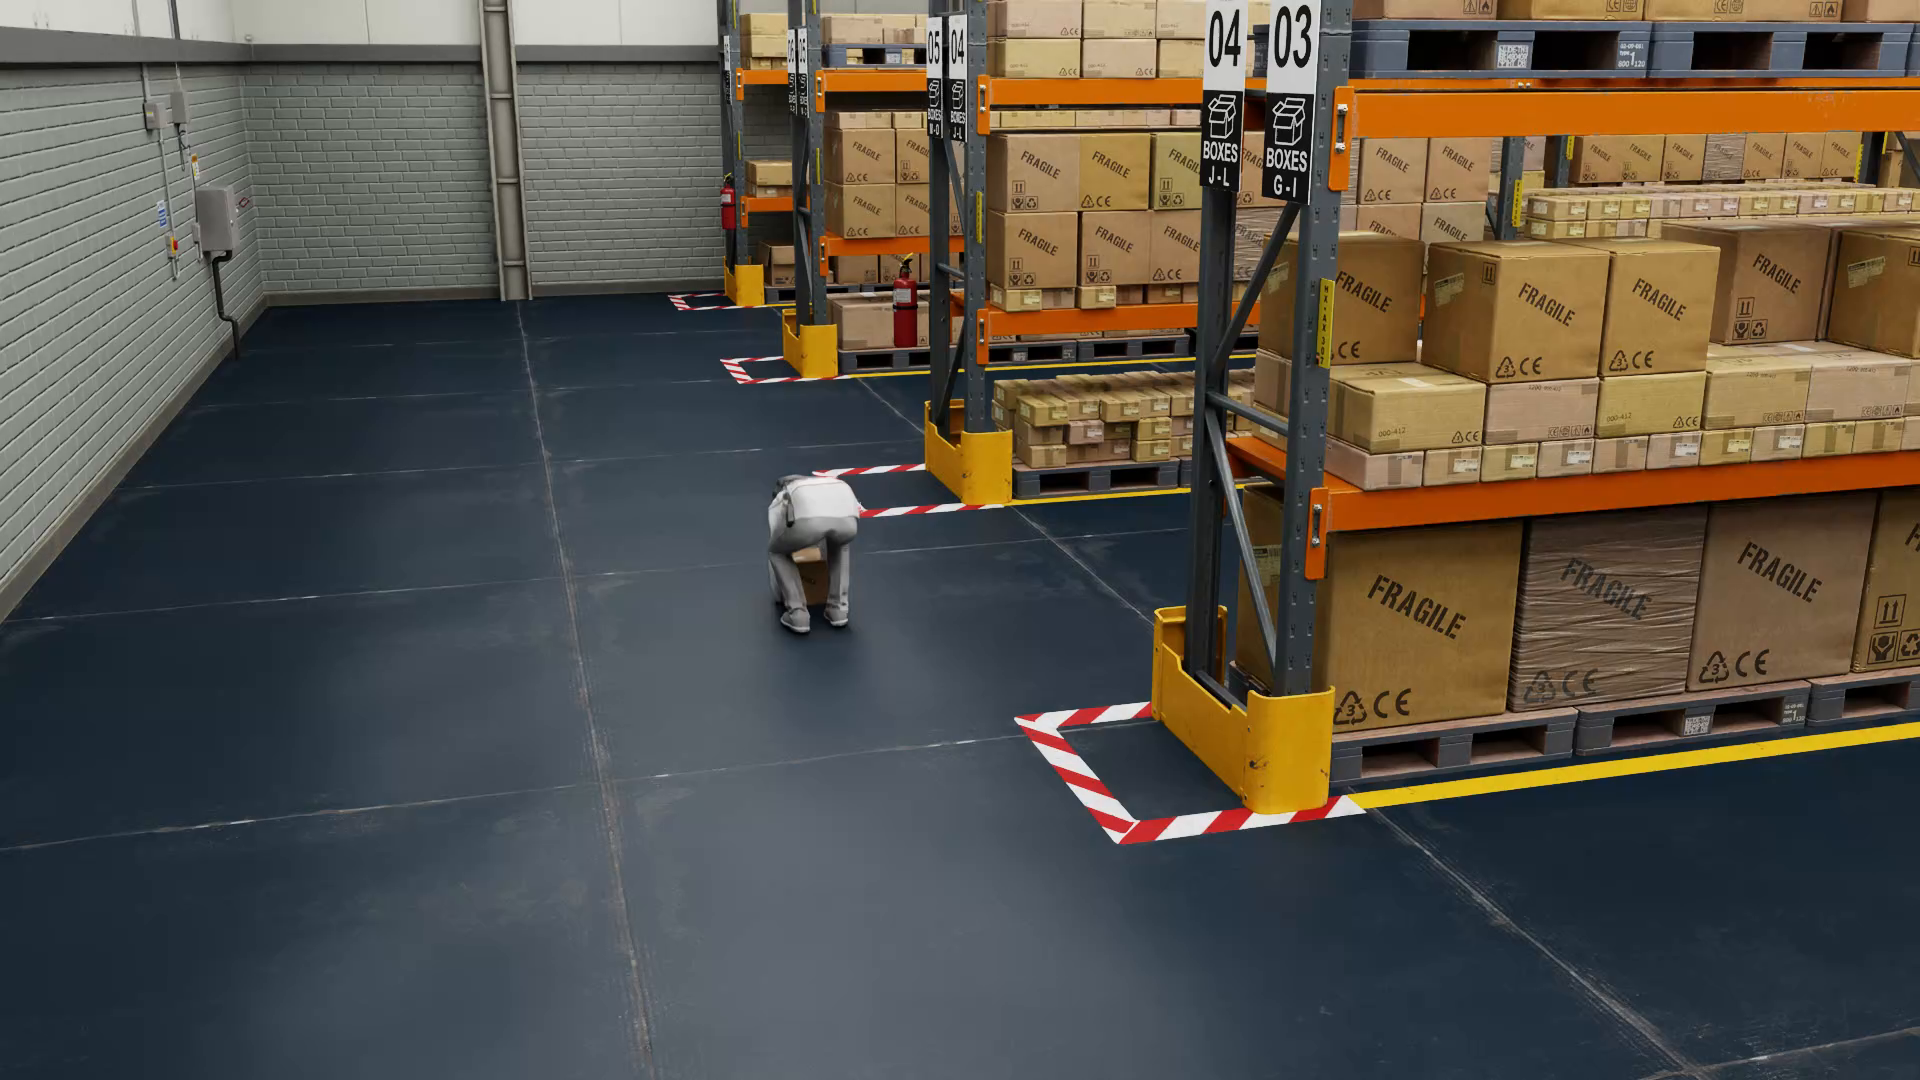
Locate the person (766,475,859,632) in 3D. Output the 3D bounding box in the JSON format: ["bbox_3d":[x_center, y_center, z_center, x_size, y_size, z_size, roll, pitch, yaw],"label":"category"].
[{"bbox_3d":[-0.812,0.035,8.960,0.461,0.832,0.893,-5,17,-18],"label":"person"}]
